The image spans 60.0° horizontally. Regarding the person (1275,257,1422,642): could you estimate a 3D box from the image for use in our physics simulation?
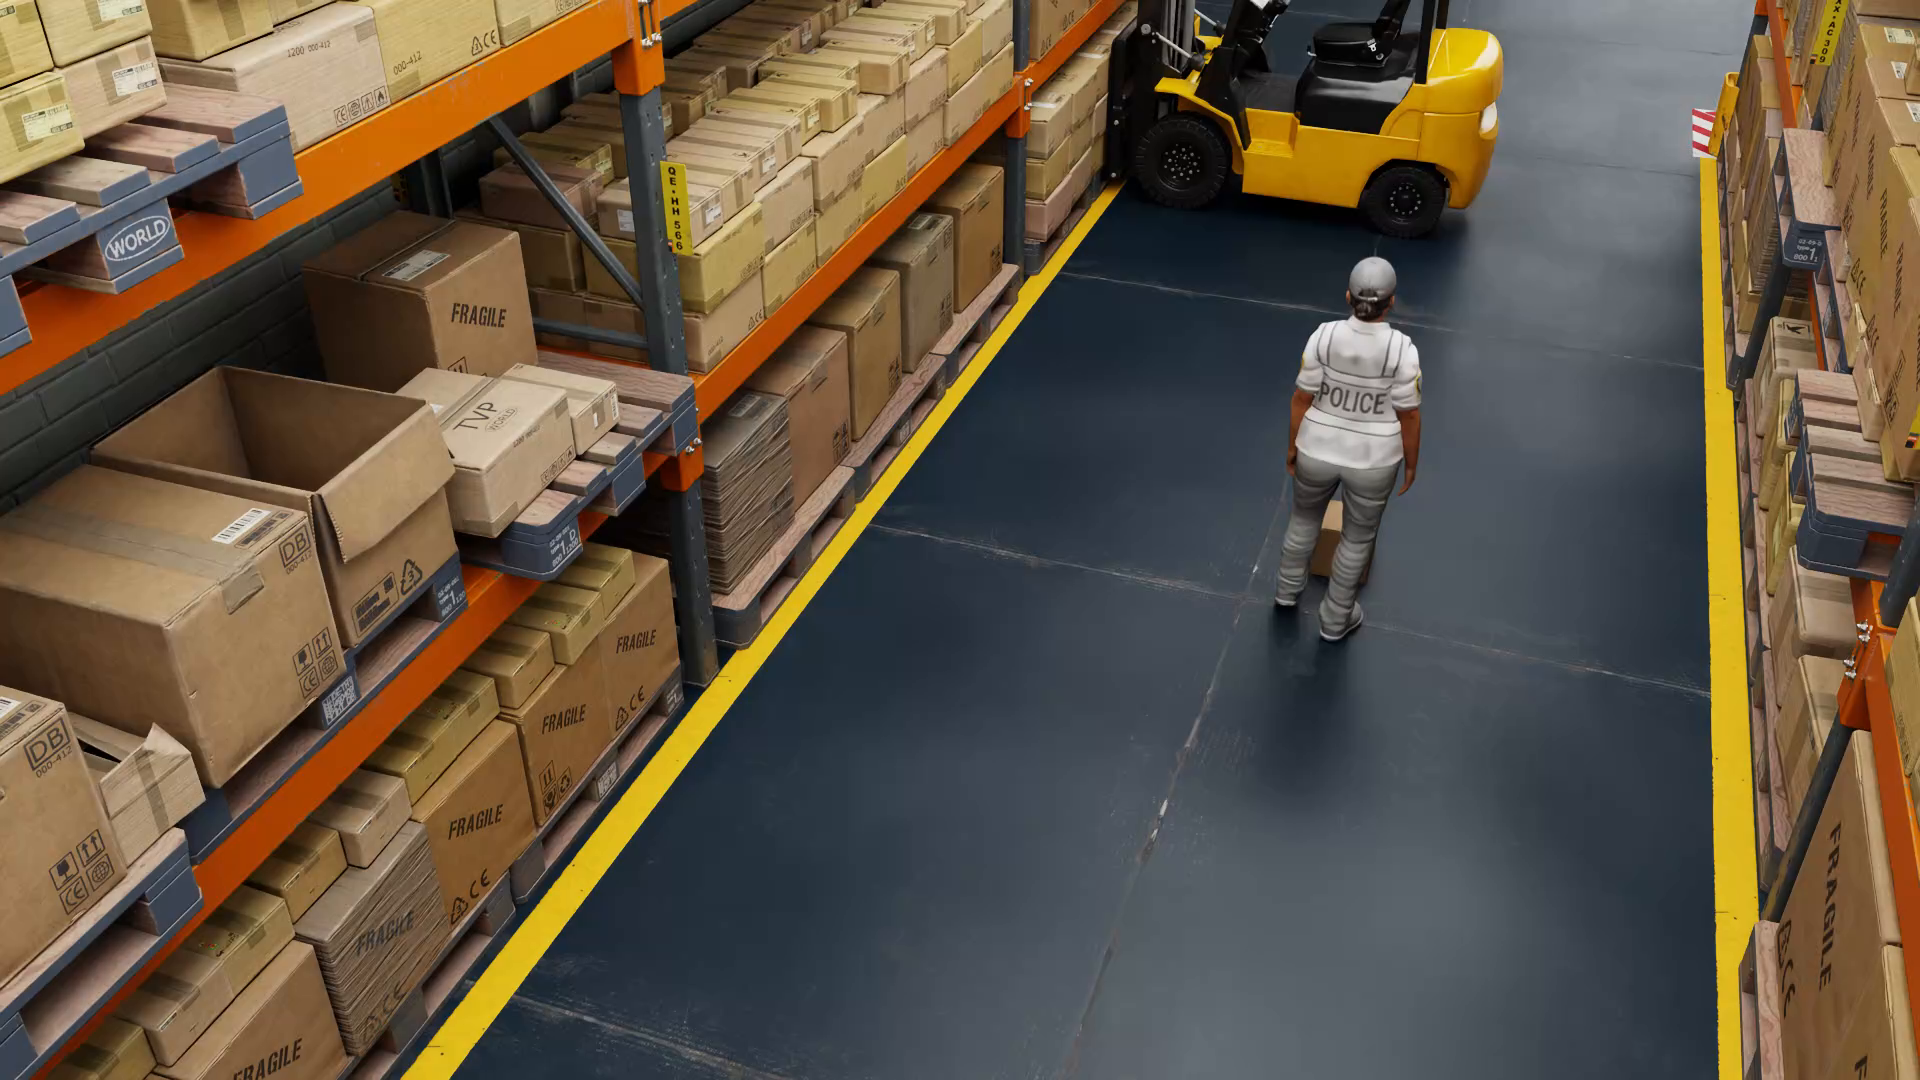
[{"bbox_3d":[1.579,-0.357,6.692,0.531,1.693,0.500,15,36,22],"label":"person"}]
